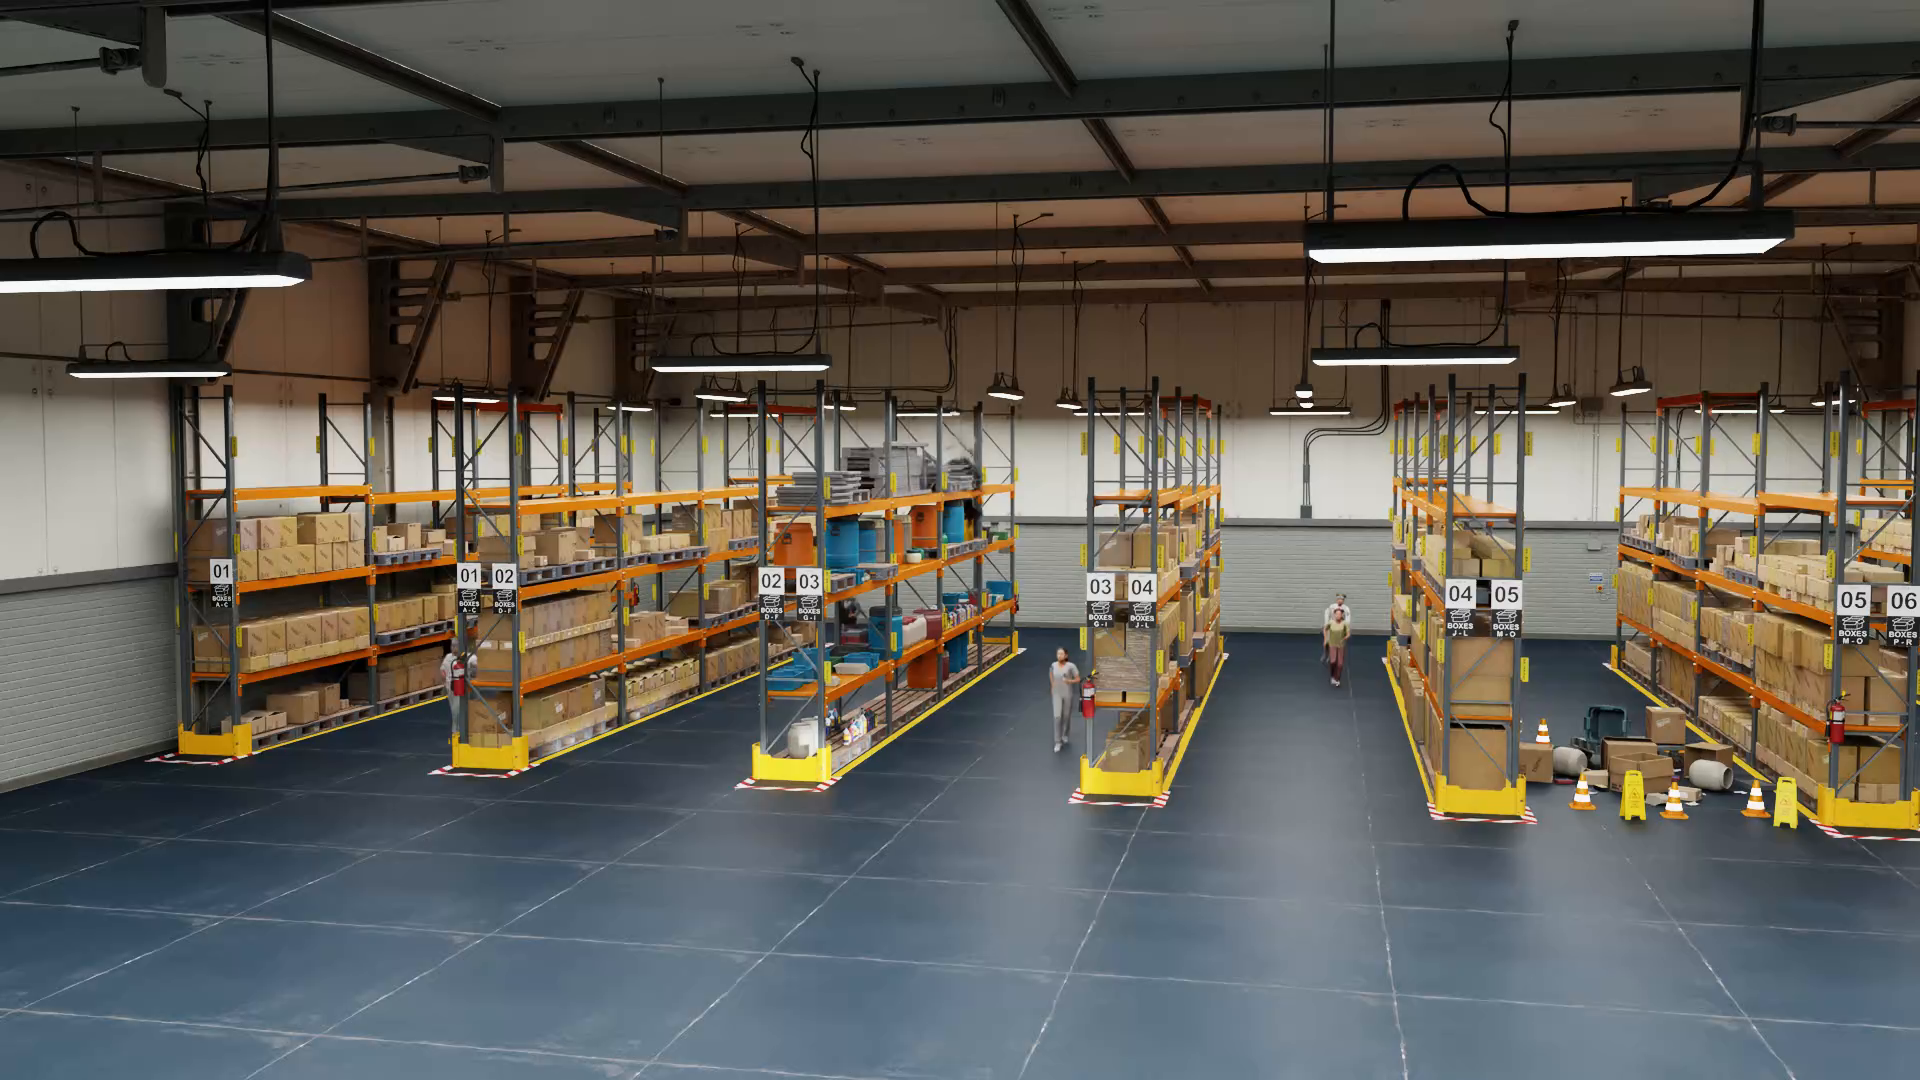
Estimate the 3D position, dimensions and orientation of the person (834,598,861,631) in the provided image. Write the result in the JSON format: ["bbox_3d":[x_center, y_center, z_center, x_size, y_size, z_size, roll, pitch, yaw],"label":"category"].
[{"bbox_3d":[-2.613,1.975,38.741,0.672,1.724,0.960,0,3,4],"label":"person"}]

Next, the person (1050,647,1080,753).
[{"bbox_3d":[1.726,2.619,27.622,0.535,1.703,0.874,1,3,11],"label":"person"}]

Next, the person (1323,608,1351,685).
[{"bbox_3d":[7.862,2.232,34.668,0.553,1.626,0.688,1,3,11],"label":"person"}]

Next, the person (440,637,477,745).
[{"bbox_3d":[-8.534,2.556,28.308,0.670,1.830,0.822,1,3,15],"label":"person"}]

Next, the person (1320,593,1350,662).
[{"bbox_3d":[8.660,2.031,38.352,0.677,1.639,0.584,1,3,20],"label":"person"}]
